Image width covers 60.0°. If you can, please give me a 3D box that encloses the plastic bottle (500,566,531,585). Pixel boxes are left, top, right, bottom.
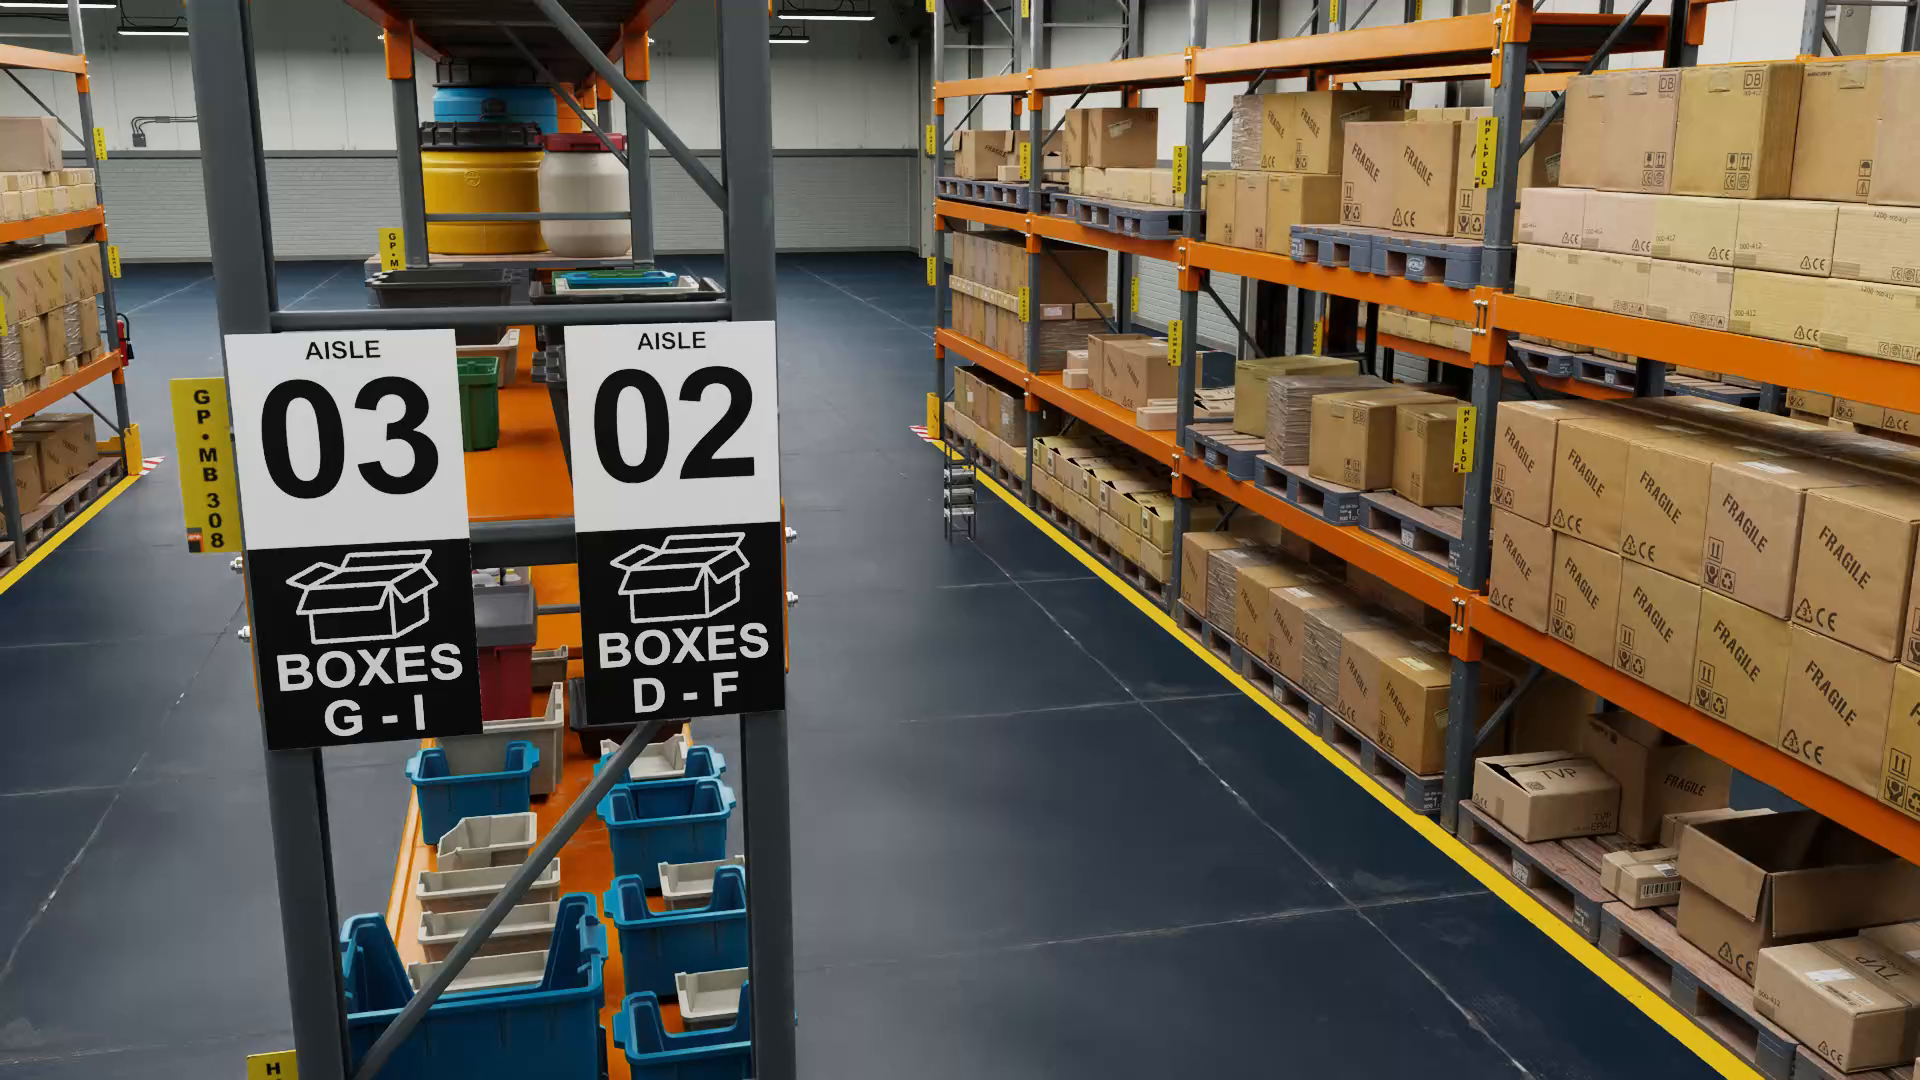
[{"bbox_3d":[-2.186,0.135,8.156,0.144,0.351,0.185,-3,14,-13],"label":"plastic bottle"}]

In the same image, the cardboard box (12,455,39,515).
[{"bbox_3d":[-8.682,-0.472,14.921,0.500,0.500,0.500,1,14,5],"label":"cardboard box"}]

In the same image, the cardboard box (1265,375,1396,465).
[{"bbox_3d":[2.371,-0.777,10.690,0.700,0.500,0.500,-1,14,-3],"label":"cardboard box"}]

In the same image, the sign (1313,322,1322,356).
[{"bbox_3d":[2.610,-1.441,12.232,0.100,0.325,0.005,-3,14,-13],"label":"sign"}]

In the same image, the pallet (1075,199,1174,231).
[{"bbox_3d":[1.573,-2.659,13.570,1.003,0.211,1.213,-3,14,-11],"label":"pallet"}]

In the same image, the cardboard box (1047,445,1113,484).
[{"bbox_3d":[1.112,-0.723,15.294,0.500,0.311,0.500,-3,14,-14],"label":"cardboard box"}]

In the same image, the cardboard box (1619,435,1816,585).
[{"bbox_3d":[3.103,-0.134,6.838,0.500,0.500,0.500,-4,14,-15],"label":"cardboard box"}]

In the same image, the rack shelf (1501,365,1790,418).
[{"bbox_3d":[6.429,-1.274,15.335,1.077,0.370,4.000,-3,14,-13],"label":"rack shelf"}]

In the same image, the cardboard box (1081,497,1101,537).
[{"bbox_3d":[1.360,-0.214,14.392,0.500,0.250,0.500,-3,14,-12],"label":"cardboard box"}]

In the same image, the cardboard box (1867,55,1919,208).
[{"bbox_3d":[3.570,-1.378,5.608,0.700,0.500,0.500,-3,14,-13],"label":"cardboard box"}]

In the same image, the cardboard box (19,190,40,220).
[{"bbox_3d":[-8.577,-2.995,14.863,0.500,0.250,0.500,-4,14,-15],"label":"cardboard box"}]

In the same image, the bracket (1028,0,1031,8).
[{"bbox_3d":[1.550,-11.594,35.836,0.235,0.232,0.430,-3,14,-13],"label":"bracket"}]

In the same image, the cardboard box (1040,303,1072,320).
[{"bbox_3d":[0.873,-2.222,16.124,0.380,0.149,0.250,-3,14,-13],"label":"cardboard box"}]

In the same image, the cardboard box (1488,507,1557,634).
[{"bbox_3d":[2.879,0.122,7.895,0.500,0.500,0.500,-3,14,-12],"label":"cardboard box"}]

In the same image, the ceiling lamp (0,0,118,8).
[{"bbox_3d":[-16.793,-11.492,30.707,2.000,3.185,0.800,-3,14,-13],"label":"ceiling lamp"}]

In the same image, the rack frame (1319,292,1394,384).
[{"bbox_3d":[5.020,-3.007,20.916,1.000,3.000,0.127,-3,14,-13],"label":"rack frame"}]

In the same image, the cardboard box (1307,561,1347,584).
[{"bbox_3d":[2.653,0.438,11.154,0.500,0.500,0.500,-4,14,-15],"label":"cardboard box"}]

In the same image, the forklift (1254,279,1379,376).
[{"bbox_3d":[3.275,-1.446,14.670,1.130,2.935,3.031,-4,14,-15],"label":"forklift"}]

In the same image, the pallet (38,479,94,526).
[{"bbox_3d":[-8.967,-0.336,15.860,1.003,0.211,1.213,-3,14,-13],"label":"pallet"}]

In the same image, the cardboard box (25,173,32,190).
[{"bbox_3d":[-8.605,-3.225,14.963,0.380,0.149,0.250,-4,14,-14],"label":"cardboard box"}]

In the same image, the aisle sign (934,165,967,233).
[{"bbox_3d":[-0.108,-3.991,19.465,0.394,0.787,0.004,-3,14,-13],"label":"aisle sign"}]

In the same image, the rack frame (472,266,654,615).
[{"bbox_3d":[-1.792,0.313,7.324,1.000,3.000,0.127,-3,14,-13],"label":"rack frame"}]

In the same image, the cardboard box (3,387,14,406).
[{"bbox_3d":[-8.243,-1.200,14.050,0.380,0.149,0.250,-3,14,-13],"label":"cardboard box"}]

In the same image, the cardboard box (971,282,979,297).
[{"bbox_3d":[0.332,-2.753,18.299,0.380,0.149,0.250,-4,14,-15],"label":"cardboard box"}]

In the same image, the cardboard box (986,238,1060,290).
[{"bbox_3d":[0.681,-2.936,17.678,0.700,0.500,0.500,-3,14,-13],"label":"cardboard box"}]

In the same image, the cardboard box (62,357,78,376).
[{"bbox_3d":[-8.703,-1.662,15.941,0.380,0.149,0.250,-3,14,-13],"label":"cardboard box"}]

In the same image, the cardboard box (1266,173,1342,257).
[{"bbox_3d":[2.461,-2.054,10.483,0.910,0.500,0.500,-3,14,-13],"label":"cardboard box"}]

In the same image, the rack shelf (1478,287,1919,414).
[{"bbox_3d":[3.494,-0.608,6.292,1.077,0.370,4.000,-3,14,-13],"label":"rack shelf"}]

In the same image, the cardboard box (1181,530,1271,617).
[{"bbox_3d":[1.913,0.237,11.977,0.500,0.500,0.500,-3,14,-11],"label":"cardboard box"}]

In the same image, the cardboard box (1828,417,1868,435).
[{"bbox_3d":[6.782,-0.836,12.515,0.380,0.149,0.250,-3,14,-11],"label":"cardboard box"}]

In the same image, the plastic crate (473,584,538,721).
[{"bbox_3d":[-1.826,0.473,6.409,0.402,0.464,0.583,-3,14,-13],"label":"plastic crate"}]

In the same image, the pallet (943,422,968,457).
[{"bbox_3d":[0.426,-1.202,19.400,1.003,0.211,1.213,-3,14,-13],"label":"pallet"}]

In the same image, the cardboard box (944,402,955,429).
[{"bbox_3d":[0.115,-1.462,19.501,0.500,0.250,0.500,-3,14,-13],"label":"cardboard box"}]

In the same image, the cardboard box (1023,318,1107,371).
[{"bbox_3d":[1.035,-1.958,16.410,0.700,0.500,0.500,-4,14,-15],"label":"cardboard box"}]

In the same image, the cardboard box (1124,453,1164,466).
[{"bbox_3d":[1.762,-0.636,14.936,0.500,0.311,0.500,-3,14,-13],"label":"cardboard box"}]

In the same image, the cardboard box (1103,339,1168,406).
[{"bbox_3d":[1.551,-1.441,14.294,0.500,0.500,0.500,-3,14,-13],"label":"cardboard box"}]

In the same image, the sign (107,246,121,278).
[{"bbox_3d":[-8.880,-2.921,17.458,0.100,0.325,0.005,-3,14,-13],"label":"sign"}]

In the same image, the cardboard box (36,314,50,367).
[{"bbox_3d":[-8.829,-1.783,15.069,0.875,0.500,0.500,-3,14,-13],"label":"cardboard box"}]

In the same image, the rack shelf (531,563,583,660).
[{"bbox_3d":[-2.262,0.201,9.298,1.077,0.370,4.000,-3,14,-13],"label":"rack shelf"}]

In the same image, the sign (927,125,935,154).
[{"bbox_3d":[-0.335,-4.621,19.192,0.100,0.325,0.005,-3,14,-13],"label":"sign"}]

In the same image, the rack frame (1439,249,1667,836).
[{"bbox_3d":[3.024,0.038,8.451,1.000,3.000,0.127,-3,14,-13],"label":"rack frame"}]

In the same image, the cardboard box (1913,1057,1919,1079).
[{"bbox_3d":[3.588,1.913,5.818,0.380,0.166,0.250,-3,14,-13],"label":"cardboard box"}]

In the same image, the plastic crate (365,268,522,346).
[{"bbox_3d":[-1.767,-0.778,5.748,0.497,0.269,0.590,-3,14,-13],"label":"plastic crate"}]

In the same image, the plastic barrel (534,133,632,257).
[{"bbox_3d":[-1.672,-1.549,7.456,0.433,0.535,0.433,0,14,0],"label":"plastic barrel"}]

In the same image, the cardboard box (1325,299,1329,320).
[{"bbox_3d":[4.826,-2.814,20.398,0.500,0.250,0.500,-4,14,-15],"label":"cardboard box"}]

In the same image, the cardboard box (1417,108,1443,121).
[{"bbox_3d":[5.306,-4.432,18.067,0.500,0.500,0.500,-4,14,-15],"label":"cardboard box"}]

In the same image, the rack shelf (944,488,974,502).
[{"bbox_3d":[0.002,-0.403,14.820,0.258,0.077,0.200,-3,14,-13],"label":"rack shelf"}]

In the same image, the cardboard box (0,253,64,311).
[{"bbox_3d":[-8.708,-2.398,15.479,0.500,0.500,0.500,-3,14,-13],"label":"cardboard box"}]

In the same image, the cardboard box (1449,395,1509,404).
[{"bbox_3d":[5.677,-1.321,18.354,0.500,0.500,0.500,-4,14,-17],"label":"cardboard box"}]

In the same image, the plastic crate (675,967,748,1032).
[{"bbox_3d":[-0.585,1.181,4.201,0.250,0.136,0.298,-3,14,-13],"label":"plastic crate"}]

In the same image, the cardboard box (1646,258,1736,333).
[{"bbox_3d":[3.127,-0.989,6.651,0.500,0.250,0.500,-3,14,-13],"label":"cardboard box"}]

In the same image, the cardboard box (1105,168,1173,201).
[{"bbox_3d":[1.534,-2.951,13.797,0.500,0.250,0.500,-5,14,-18],"label":"cardboard box"}]

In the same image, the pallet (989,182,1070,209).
[{"bbox_3d":[0.919,-3.417,16.459,1.003,0.211,1.213,-3,14,-13],"label":"pallet"}]

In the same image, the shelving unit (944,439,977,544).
[{"bbox_3d":[0.002,-0.435,14.813,0.258,0.900,0.210,-3,14,-13],"label":"shelving unit"}]

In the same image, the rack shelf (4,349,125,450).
[{"bbox_3d":[-8.955,-1.368,15.722,1.077,0.370,4.000,-3,14,-13],"label":"rack shelf"}]

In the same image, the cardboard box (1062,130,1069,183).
[{"bbox_3d":[1.283,-3.716,16.106,0.500,0.500,0.500,-2,14,-9],"label":"cardboard box"}]
